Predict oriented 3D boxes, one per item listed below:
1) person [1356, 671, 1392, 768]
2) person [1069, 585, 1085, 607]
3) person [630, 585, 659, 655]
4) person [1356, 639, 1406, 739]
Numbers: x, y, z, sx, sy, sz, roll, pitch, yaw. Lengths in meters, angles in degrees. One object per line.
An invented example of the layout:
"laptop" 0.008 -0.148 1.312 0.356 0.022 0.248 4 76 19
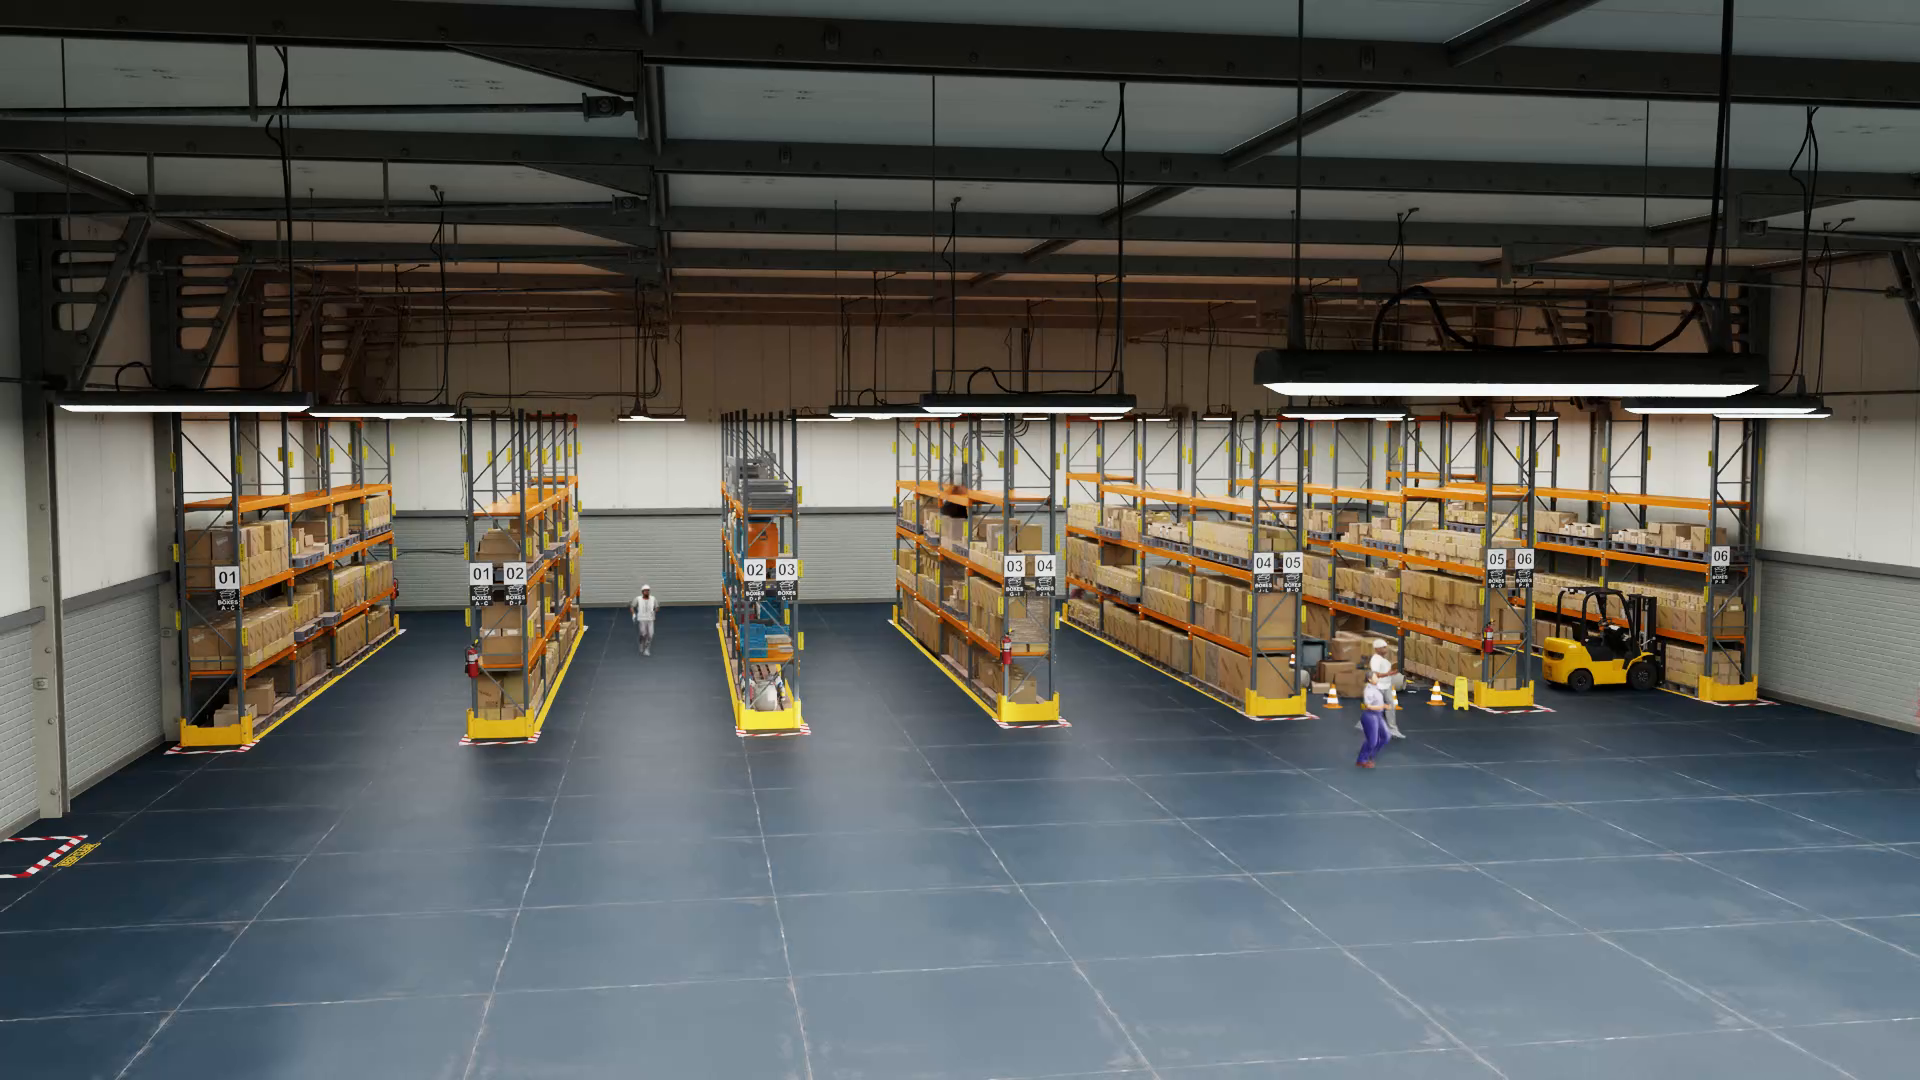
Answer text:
"person" 6.899 3.069 27.605 0.590 1.475 0.588 2 4 28
"person" 3.560 1.430 49.856 0.675 1.696 0.650 0 4 6
"person" -7.738 1.988 41.010 0.675 1.739 0.597 -2 4 -23
"person" 7.662 2.699 30.240 0.887 1.785 0.688 3 5 33
